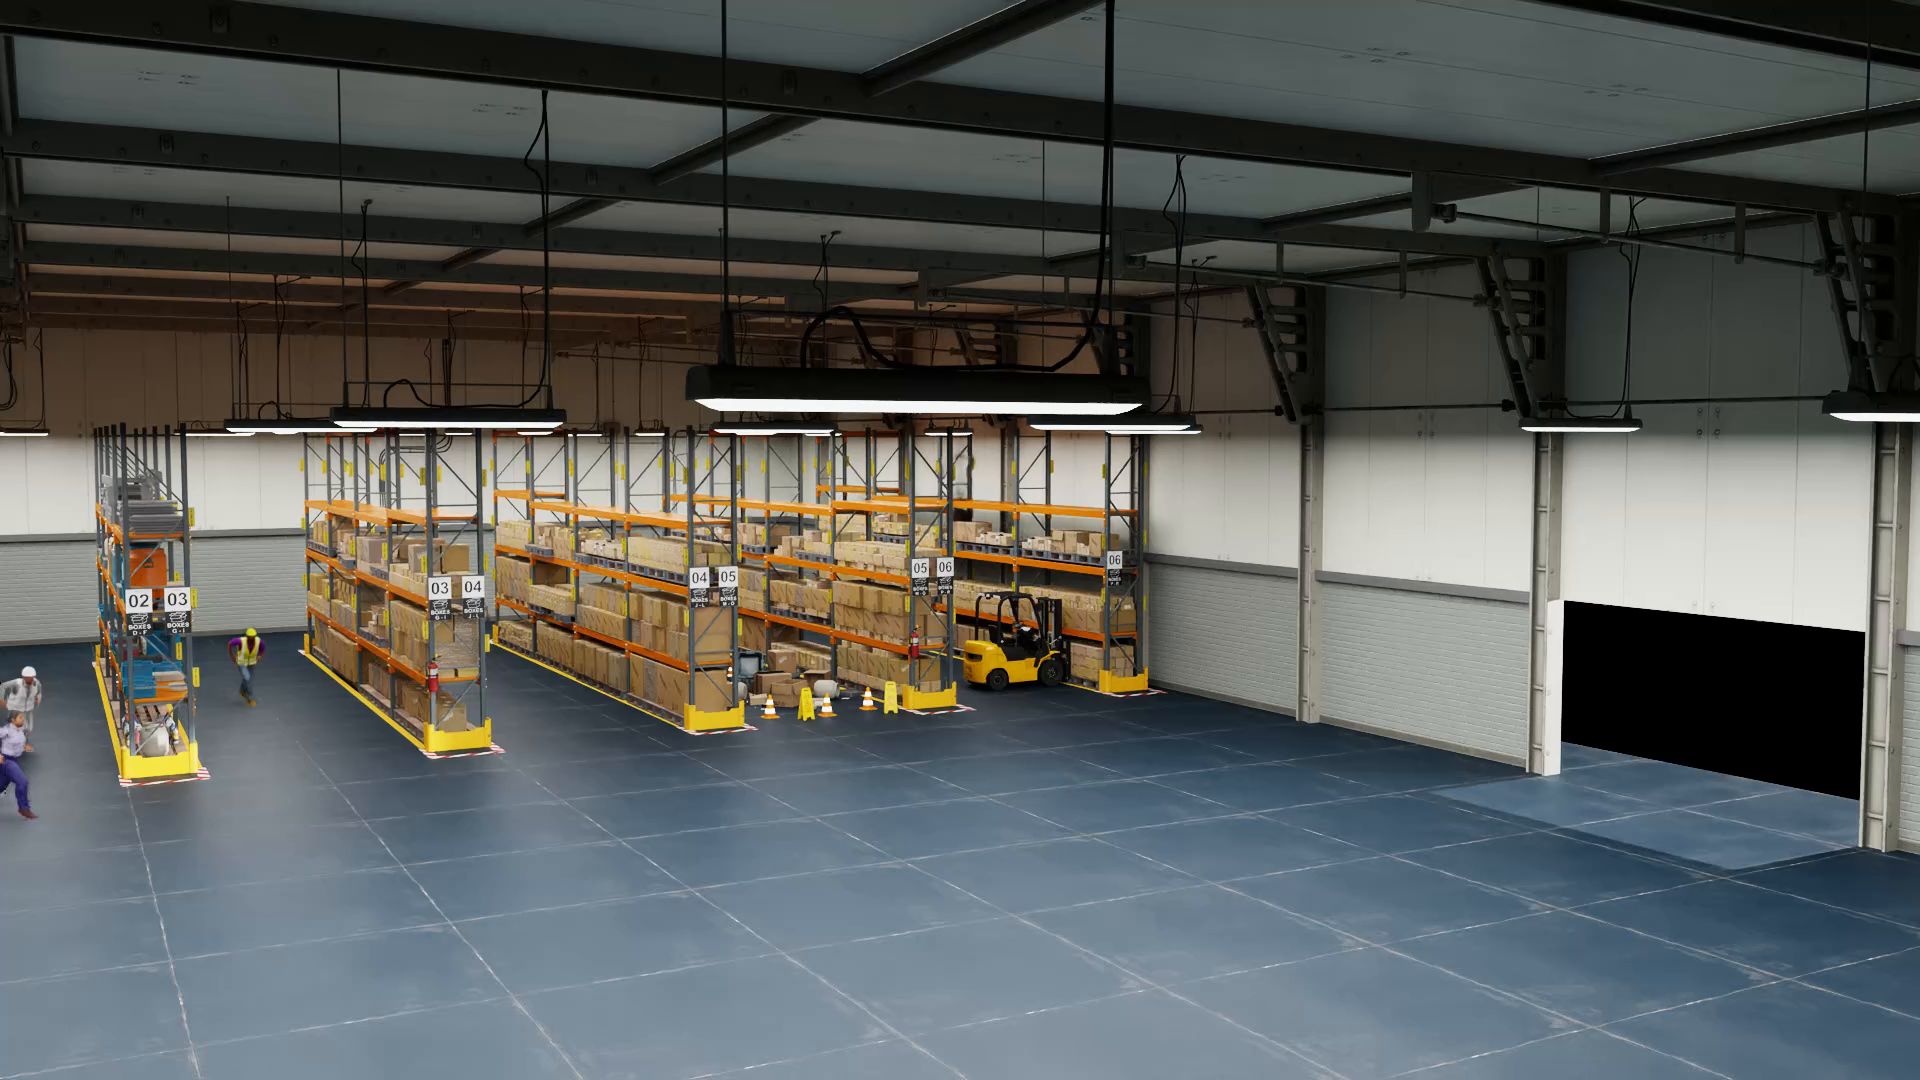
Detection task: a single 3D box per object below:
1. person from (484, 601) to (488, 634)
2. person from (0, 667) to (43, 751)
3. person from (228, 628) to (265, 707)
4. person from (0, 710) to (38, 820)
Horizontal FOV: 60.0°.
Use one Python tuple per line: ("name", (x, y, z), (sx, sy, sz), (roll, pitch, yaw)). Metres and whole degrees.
("person", (-12.813, 2.236, 44.196), (0.599, 1.695, 0.842), (-2, 4, -32))
("person", (-17.083, 3.090, 30.265), (0.864, 1.599, 0.684), (3, 4, 36))
("person", (-15.428, 2.731, 35.944), (0.746, 1.715, 1.060), (-3, 4, -37))
("person", (-14.362, 3.392, 25.027), (0.903, 1.662, 0.615), (0, 3, -5))
